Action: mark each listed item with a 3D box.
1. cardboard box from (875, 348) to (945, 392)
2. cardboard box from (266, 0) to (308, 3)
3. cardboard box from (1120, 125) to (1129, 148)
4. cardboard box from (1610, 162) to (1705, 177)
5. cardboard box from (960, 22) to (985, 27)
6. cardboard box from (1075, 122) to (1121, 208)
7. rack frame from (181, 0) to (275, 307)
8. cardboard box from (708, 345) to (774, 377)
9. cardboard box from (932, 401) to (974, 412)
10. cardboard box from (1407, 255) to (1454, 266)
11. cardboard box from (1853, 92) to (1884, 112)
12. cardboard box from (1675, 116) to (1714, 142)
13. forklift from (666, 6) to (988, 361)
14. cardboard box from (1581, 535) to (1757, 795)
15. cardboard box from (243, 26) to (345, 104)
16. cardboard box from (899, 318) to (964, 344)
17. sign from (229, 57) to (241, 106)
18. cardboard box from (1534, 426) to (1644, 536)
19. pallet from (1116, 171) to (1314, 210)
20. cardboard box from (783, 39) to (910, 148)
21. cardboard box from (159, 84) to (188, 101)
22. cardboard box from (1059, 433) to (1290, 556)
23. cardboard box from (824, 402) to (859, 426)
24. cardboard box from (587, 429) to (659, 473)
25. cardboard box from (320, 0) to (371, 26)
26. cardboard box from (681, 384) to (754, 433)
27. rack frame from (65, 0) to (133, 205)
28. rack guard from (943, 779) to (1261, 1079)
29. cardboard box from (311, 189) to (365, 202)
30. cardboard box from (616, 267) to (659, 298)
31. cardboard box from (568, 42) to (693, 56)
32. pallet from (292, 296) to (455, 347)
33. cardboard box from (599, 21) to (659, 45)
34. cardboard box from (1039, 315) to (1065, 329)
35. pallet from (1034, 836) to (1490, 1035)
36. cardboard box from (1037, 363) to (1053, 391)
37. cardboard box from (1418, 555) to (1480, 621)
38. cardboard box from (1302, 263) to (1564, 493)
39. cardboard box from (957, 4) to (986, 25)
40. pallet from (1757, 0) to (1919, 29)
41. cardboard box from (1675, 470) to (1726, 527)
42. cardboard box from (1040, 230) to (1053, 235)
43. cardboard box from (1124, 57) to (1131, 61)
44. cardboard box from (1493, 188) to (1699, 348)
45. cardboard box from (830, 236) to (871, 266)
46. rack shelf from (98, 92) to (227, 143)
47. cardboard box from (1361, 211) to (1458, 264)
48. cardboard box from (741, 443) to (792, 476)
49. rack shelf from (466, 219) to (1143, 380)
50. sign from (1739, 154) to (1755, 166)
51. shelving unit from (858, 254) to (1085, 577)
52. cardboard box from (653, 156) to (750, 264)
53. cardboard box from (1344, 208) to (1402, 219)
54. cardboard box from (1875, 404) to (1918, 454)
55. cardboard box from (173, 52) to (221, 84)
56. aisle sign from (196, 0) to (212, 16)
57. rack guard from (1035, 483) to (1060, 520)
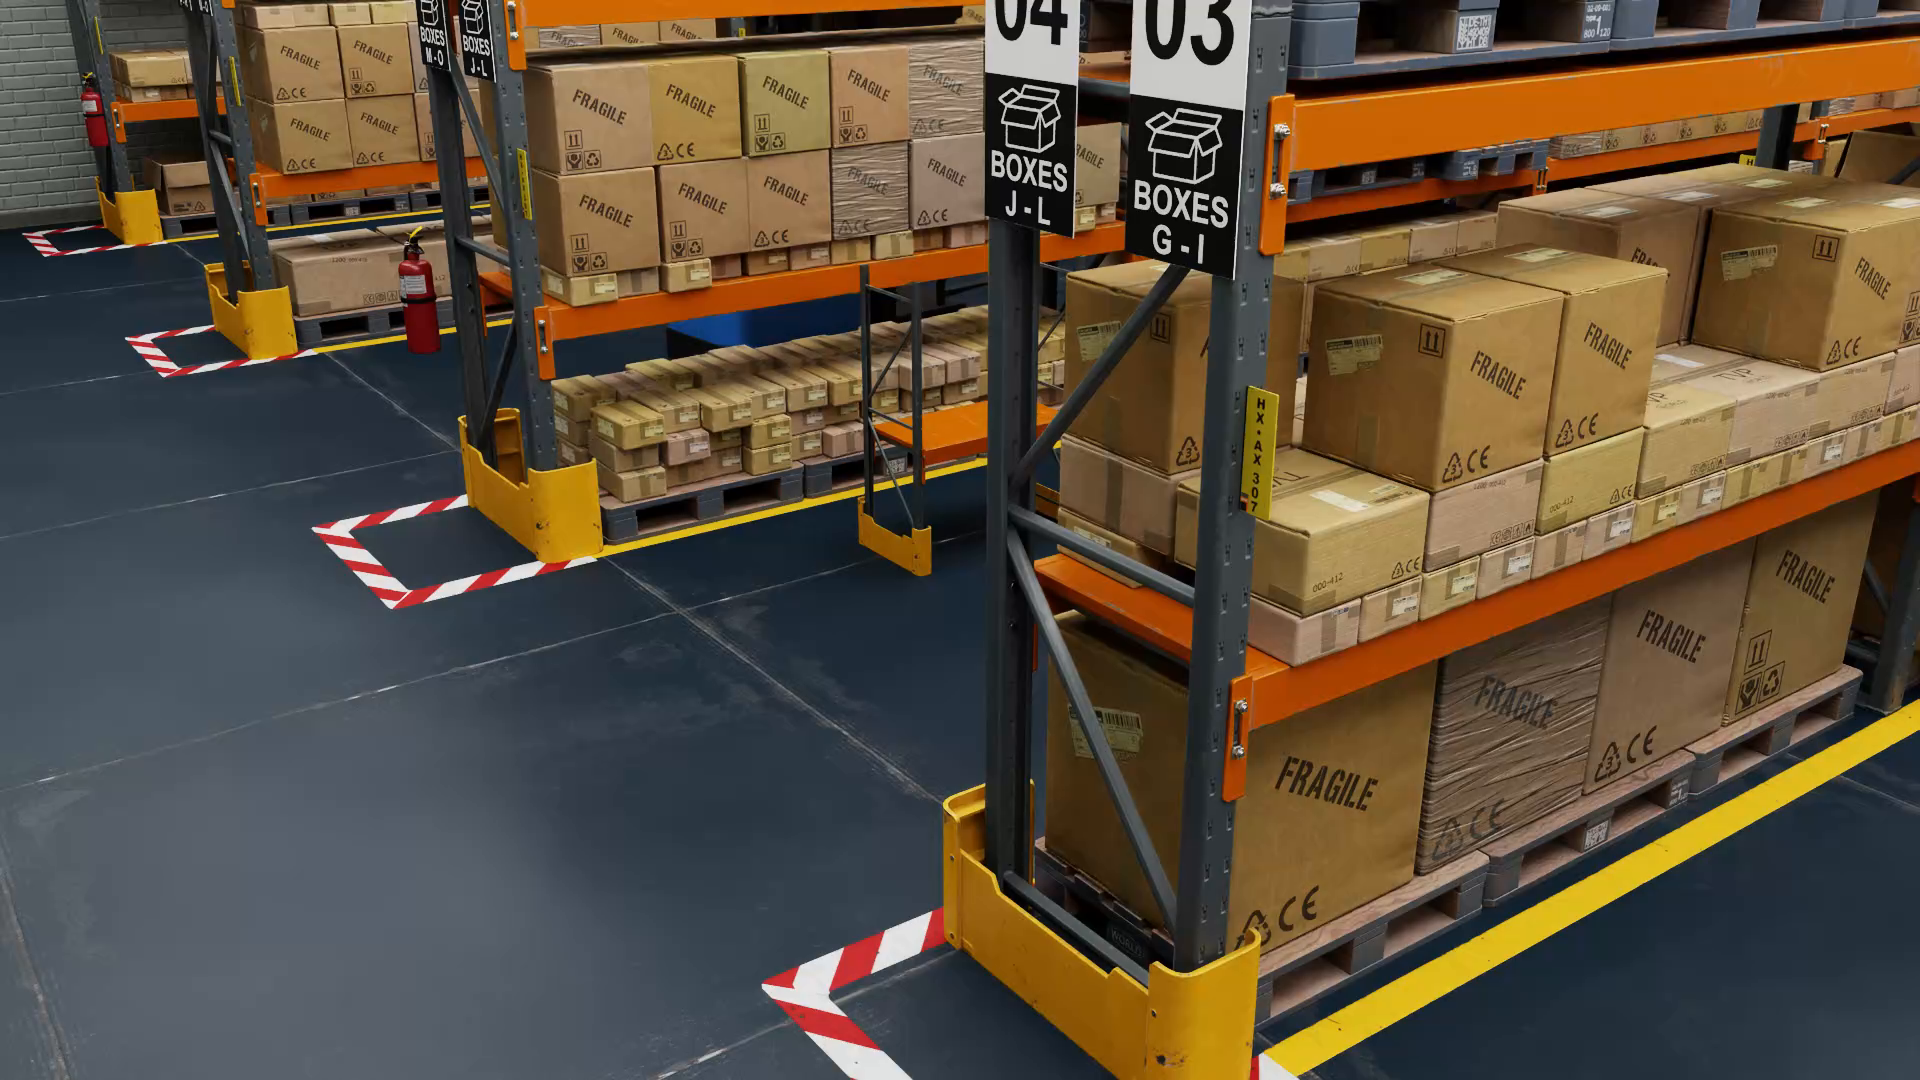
[{"bbox_3d":[-0.301,-1.009,9.856,0.250,0.149,0.380,-16,27,-35],"label":"cardboard box"},{"bbox_3d":[-5.002,-3.936,12.353,0.250,0.149,0.380,-14,26,-32],"label":"cardboard box"},{"bbox_3d":[1.059,-2.684,10.946,0.250,0.149,0.380,-14,26,-31],"label":"cardboard box"},{"bbox_3d":[6.109,-2.835,14.422,0.750,0.750,1.050,-15,26,-33],"label":"cardboard box"},{"bbox_3d":[0.343,-2.947,10.348,0.500,0.500,0.500,-14,26,-32],"label":"cardboard box"},{"bbox_3d":[0.624,-2.317,10.119,0.500,0.500,0.500,-15,26,-33],"label":"cardboard box"},{"bbox_3d":[-5.368,-2.923,12.175,0.127,3.000,1.000,-15,26,-33],"label":"rack frame"},{"bbox_3d":[-1.307,-1.037,9.926,0.250,0.149,0.380,-14,26,-31],"label":"cardboard box"},{"bbox_3d":[-0.108,-0.781,10.087,0.250,0.149,0.380,-15,26,-33],"label":"cardboard box"},{"bbox_3d":[3.293,-1.889,12.390,0.500,0.500,0.500,-14,26,-31],"label":"cardboard box"},{"bbox_3d":[8.071,-4.332,15.504,0.550,0.550,0.875,-15,26,-33],"label":"cardboard box"},{"bbox_3d":[5.847,-3.577,13.679,0.500,0.500,0.500,-15,26,-33],"label":"cardboard box"},{"bbox_3d":[-0.665,-2.831,12.037,3.031,2.935,1.130,-18,28,-38],"label":"forklift"},{"bbox_3d":[2.353,0.298,6.404,0.875,0.875,0.875,-15,26,-33],"label":"cardboard box"},{"bbox_3d":[-4.812,-3.452,12.017,0.500,0.500,0.500,-16,27,-34],"label":"cardboard box"},{"bbox_3d":[-0.182,-1.282,10.540,0.250,0.149,0.380,-16,27,-34],"label":"cardboard box"},{"bbox_3d":[-5.049,-3.194,11.579,0.005,0.325,0.100,-15,26,-33],"label":"sign"},{"bbox_3d":[1.795,-0.255,5.290,0.500,0.250,0.500,-16,27,-35],"label":"cardboard box"},{"bbox_3d":[1.557,-2.354,11.008,1.213,0.211,1.003,-15,26,-33],"label":"pallet"},{"bbox_3d":[-0.623,-2.451,9.105,0.500,0.500,0.500,-16,27,-34],"label":"cardboard box"},{"bbox_3d":[-7.664,-4.357,16.106,0.250,0.149,0.380,-14,26,-32],"label":"cardboard box"},{"bbox_3d":[0.658,-0.195,5.140,0.500,0.250,0.500,-15,26,-34],"label":"cardboard box"},{"bbox_3d":[-0.790,-0.803,9.741,0.250,0.149,0.380,-13,25,-30],"label":"cardboard box"},{"bbox_3d":[-1.820,-0.501,8.984,0.250,0.149,0.380,-14,26,-31],"label":"cardboard box"},{"bbox_3d":[-4.469,-3.829,12.085,0.250,0.149,0.380,-14,26,-31],"label":"cardboard box"},{"bbox_3d":[-1.339,-0.726,9.147,0.250,0.149,0.380,-15,26,-33],"label":"cardboard box"},{"bbox_3d":[-8.270,-4.416,15.916,0.127,3.000,1.000,-15,26,-33],"label":"rack frame"},{"bbox_3d":[0.400,1.224,5.154,0.348,0.500,1.175,-15,26,-33],"label":"rack guard"},{"bbox_3d":[-6.514,-3.812,17.207,0.500,0.500,0.500,-14,26,-32],"label":"cardboard box"},{"bbox_3d":[-1.759,-1.378,8.643,0.250,0.149,0.380,-14,26,-31],"label":"cardboard box"},{"bbox_3d":[-1.758,-2.389,8.950,0.500,0.500,0.500,-16,27,-35],"label":"cardboard box"},{"bbox_3d":[-4.765,-1.825,13.185,1.213,0.211,1.003,-15,26,-33],"label":"pallet"},{"bbox_3d":[-2.760,-4.007,13.408,0.500,0.500,0.500,-15,26,-34],"label":"cardboard box"},{"bbox_3d":[0.715,-1.314,10.619,0.250,0.149,0.380,-14,26,-31],"label":"cardboard box"},{"bbox_3d":[1.023,1.157,5.713,1.213,0.211,1.003,-15,26,-33],"label":"pallet"},{"bbox_3d":[0.362,-1.042,10.338,0.250,0.149,0.380,-16,27,-35],"label":"cardboard box"},{"bbox_3d":[1.315,0.086,4.974,0.250,0.149,0.380,-16,27,-34],"label":"cardboard box"},{"bbox_3d":[1.372,-0.490,4.866,0.500,0.500,0.500,-16,27,-34],"label":"cardboard box"},{"bbox_3d":[0.040,-4.756,15.284,0.500,0.500,0.500,-15,26,-33],"label":"cardboard box"},{"bbox_3d":[2.996,-1.986,5.898,1.213,0.211,1.003,-15,26,-33],"label":"pallet"},{"bbox_3d":[2.360,-0.194,5.673,0.250,0.149,0.380,-14,26,-32],"label":"cardboard box"},{"bbox_3d":[0.359,-1.945,10.061,0.250,0.149,0.380,-14,26,-31],"label":"cardboard box"},{"bbox_3d":[1.498,-4.748,16.520,0.250,0.149,0.380,-17,27,-36],"label":"cardboard box"},{"bbox_3d":[2.304,-0.980,6.093,0.500,0.500,0.500,-16,27,-34],"label":"cardboard box"},{"bbox_3d":[-0.704,-1.664,9.358,0.250,0.149,0.380,-14,26,-31],"label":"cardboard box"},{"bbox_3d":[-6.647,-4.515,17.134,4.000,0.370,1.077,-15,26,-33],"label":"rack shelf"},{"bbox_3d":[3.293,-2.231,12.233,0.500,0.250,0.500,-14,26,-32],"label":"cardboard box"},{"bbox_3d":[-1.149,-0.504,9.391,0.250,0.149,0.380,-15,26,-32],"label":"cardboard box"},{"bbox_3d":[-0.772,-1.555,9.716,4.000,0.370,1.077,-15,26,-33],"label":"rack shelf"},{"bbox_3d":[3.341,-1.470,7.078,0.005,0.325,0.100,-15,26,-33],"label":"sign"},{"bbox_3d":[0.062,-0.713,8.660,1.083,1.500,0.587,-15,26,-33],"label":"shelving unit"},{"bbox_3d":[-1.450,-1.778,8.769,0.500,0.500,0.500,-15,26,-33],"label":"cardboard box"},{"bbox_3d":[2.986,-2.384,12.617,0.500,0.250,0.500,-15,26,-33],"label":"cardboard box"},{"bbox_3d":[3.401,-0.471,6.368,0.250,0.149,0.380,-14,26,-32],"label":"cardboard box"},{"bbox_3d":[-7.335,-4.611,16.205,0.500,0.250,0.500,-15,26,-32],"label":"cardboard box"},{"bbox_3d":[-5.257,-4.028,11.436,0.004,0.787,0.394,-15,26,-33],"label":"aisle sign"},{"bbox_3d":[0.466,-0.240,9.162,0.087,0.250,0.587,-15,26,-33],"label":"rack guard"}]
